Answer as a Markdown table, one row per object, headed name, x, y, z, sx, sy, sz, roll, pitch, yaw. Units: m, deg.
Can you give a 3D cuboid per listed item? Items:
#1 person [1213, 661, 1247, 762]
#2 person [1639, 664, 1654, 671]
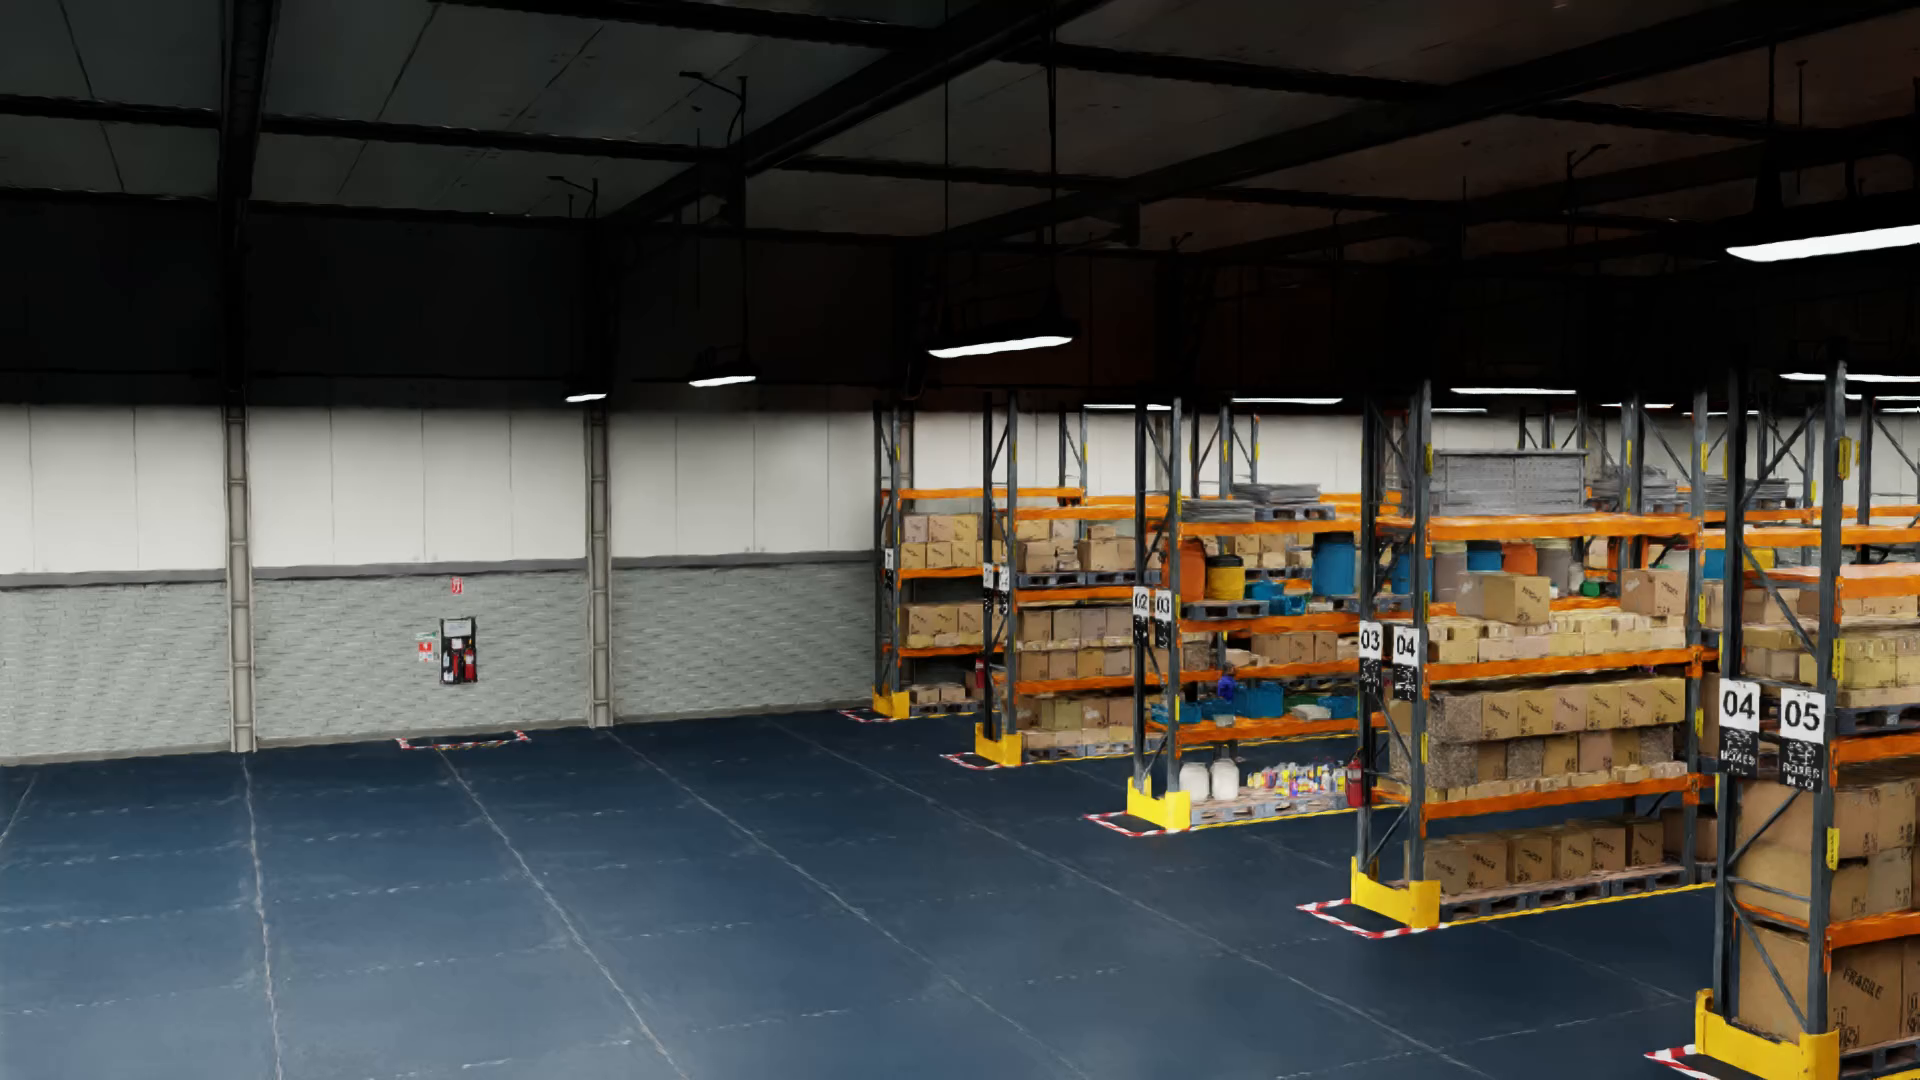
| name | x | y | z | sx | sy | sz | roll | pitch | yaw |
| --- | --- | --- | --- | --- | --- | --- | --- | --- | --- |
| person | 4.324 | 2.770 | 26.664 | 0.440 | 1.666 | 0.552 | 3 | 4 | 38 |
| person | 12.371 | 2.610 | 29.978 | 0.535 | 1.588 | 0.532 | 0 | 3 | 1 |
